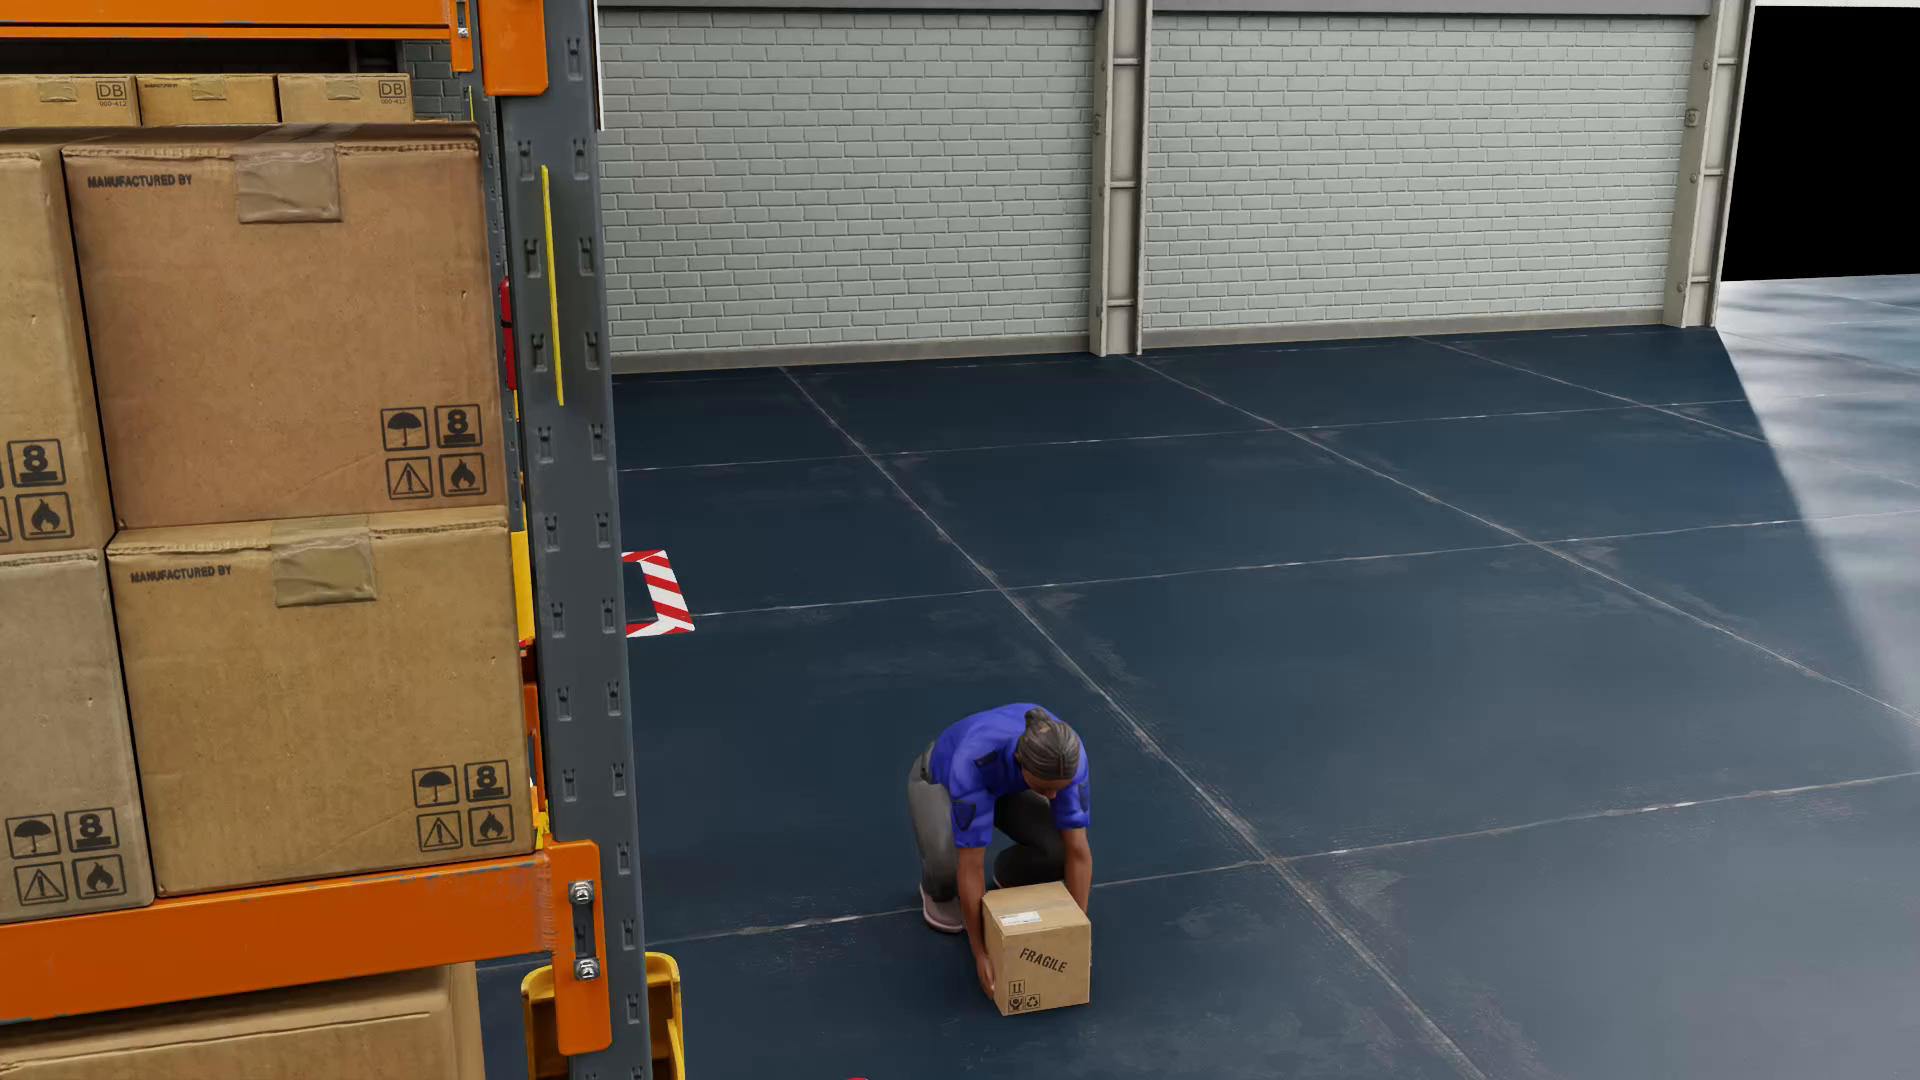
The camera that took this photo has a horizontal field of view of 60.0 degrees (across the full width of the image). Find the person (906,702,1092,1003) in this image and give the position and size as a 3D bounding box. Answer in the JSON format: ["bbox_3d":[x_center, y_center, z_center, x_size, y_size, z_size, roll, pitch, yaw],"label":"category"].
[{"bbox_3d":[0.114,0.804,4.875,0.480,0.813,0.810,-4,17,-15],"label":"person"}]
